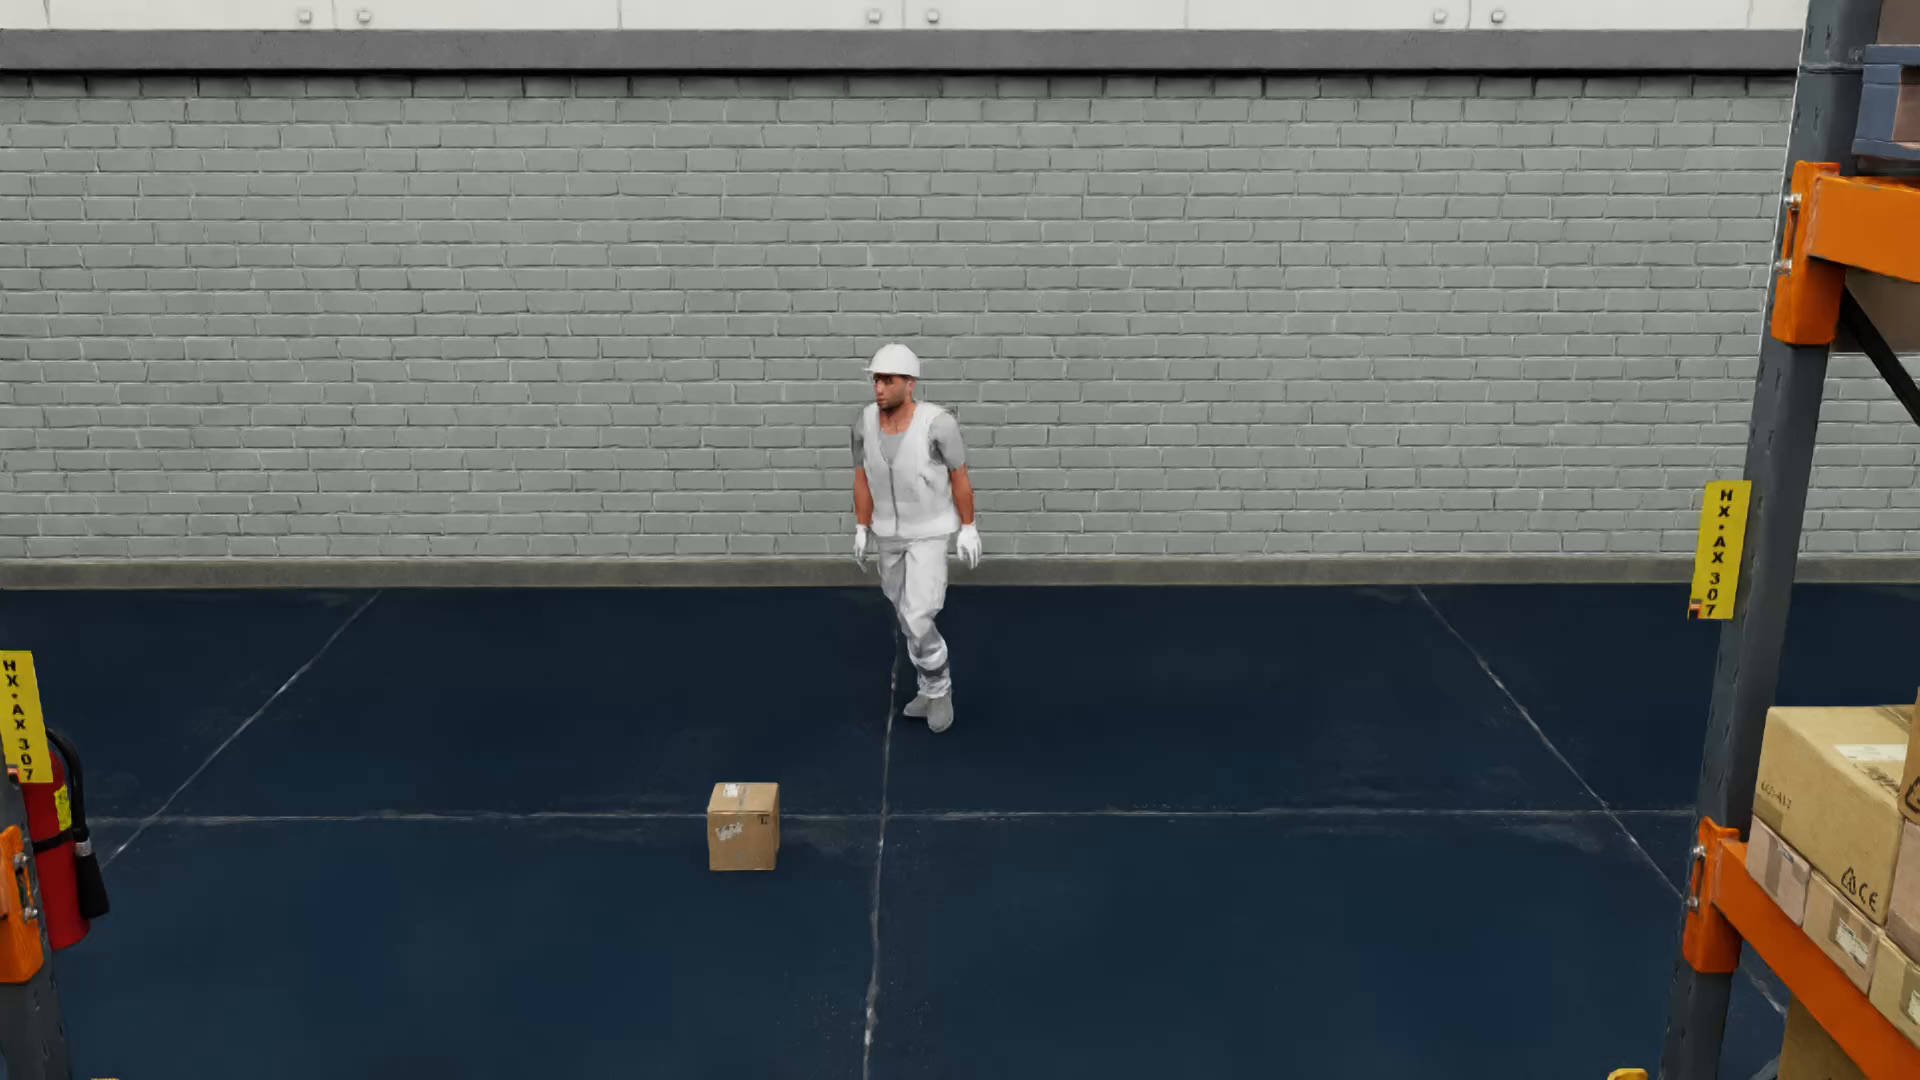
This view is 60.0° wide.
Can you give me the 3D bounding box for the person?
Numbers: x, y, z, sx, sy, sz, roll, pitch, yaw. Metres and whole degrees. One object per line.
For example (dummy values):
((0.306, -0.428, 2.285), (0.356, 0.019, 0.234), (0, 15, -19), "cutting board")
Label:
((-0.216, -0.018, 7.492), (0.580, 1.768, 0.521), (10, 20, 29), "person")
